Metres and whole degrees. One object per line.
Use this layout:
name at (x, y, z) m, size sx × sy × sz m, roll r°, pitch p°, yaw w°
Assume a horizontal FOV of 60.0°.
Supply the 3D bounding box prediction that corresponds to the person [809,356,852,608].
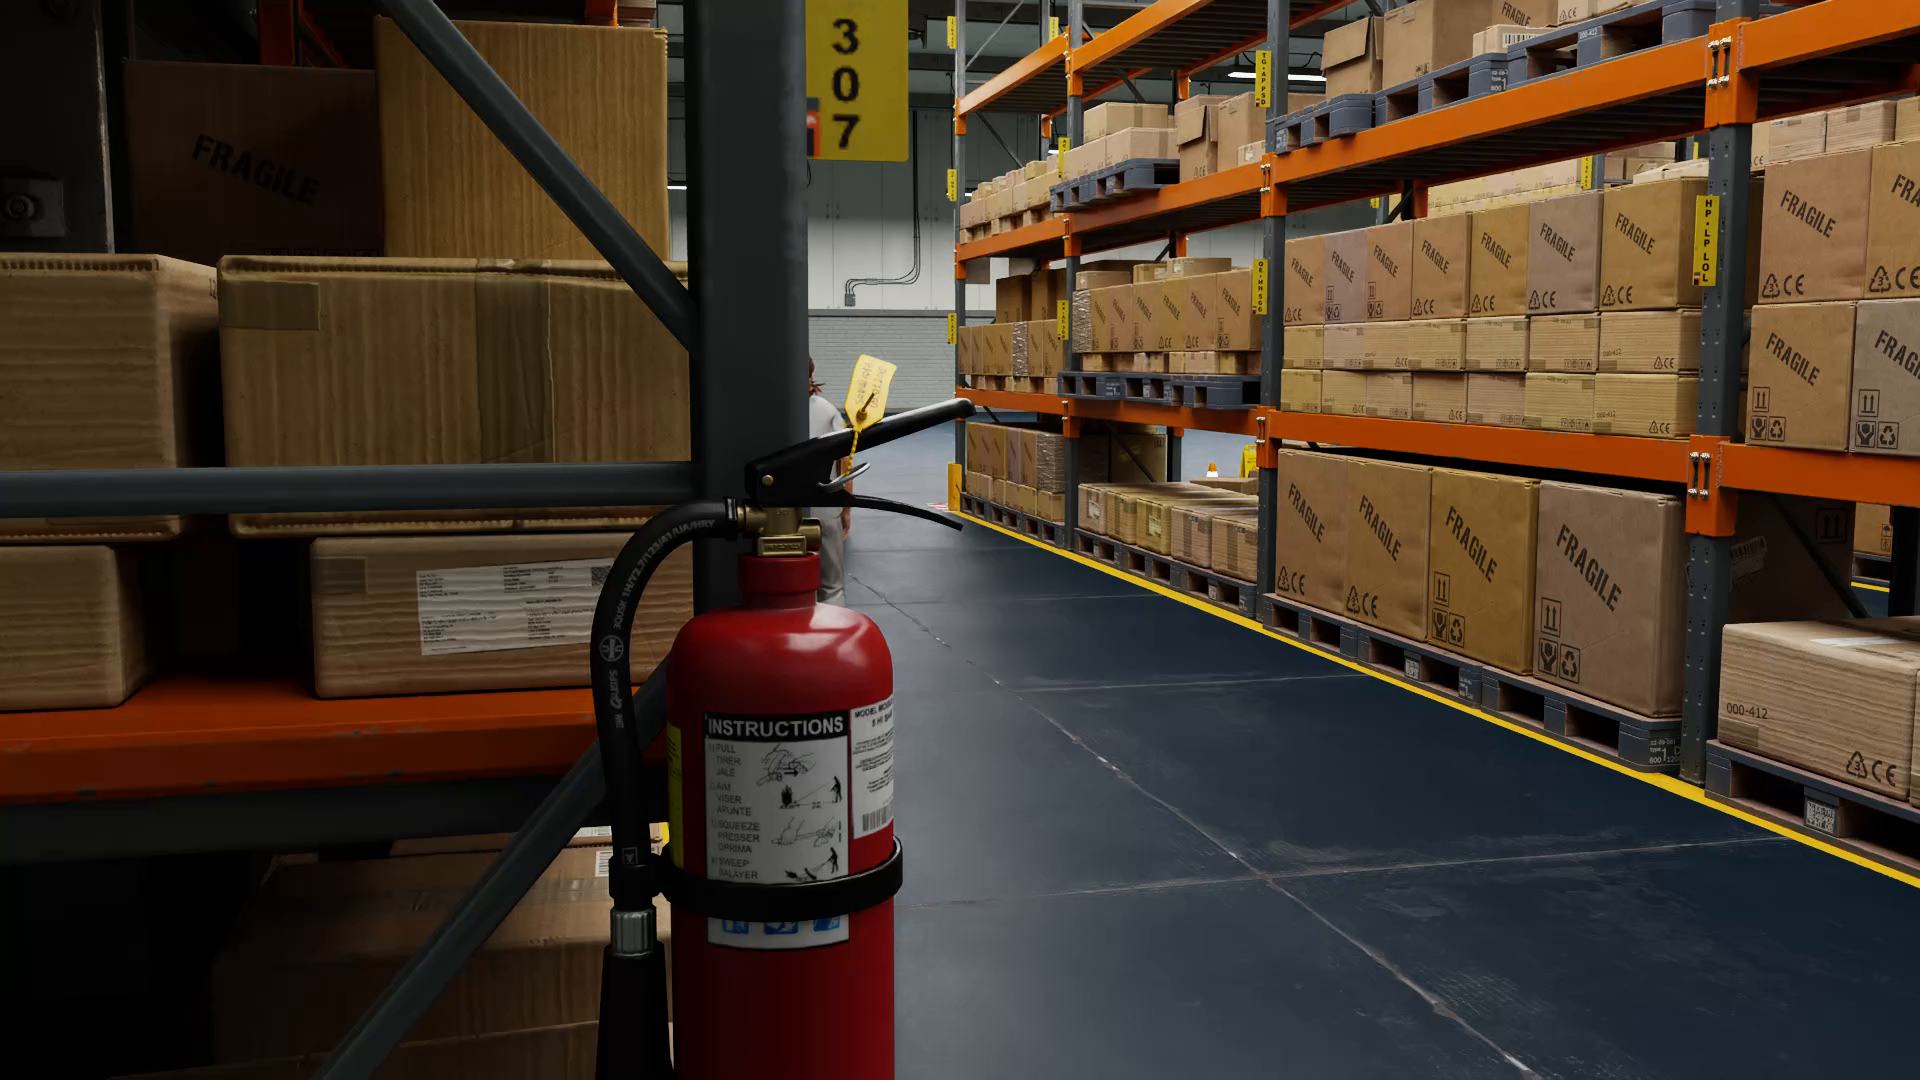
person at (-0.753, -0.100, 8.072) m, size 0.510 × 1.671 × 0.362 m, roll -2°, pitch 7°, yaw -18°
